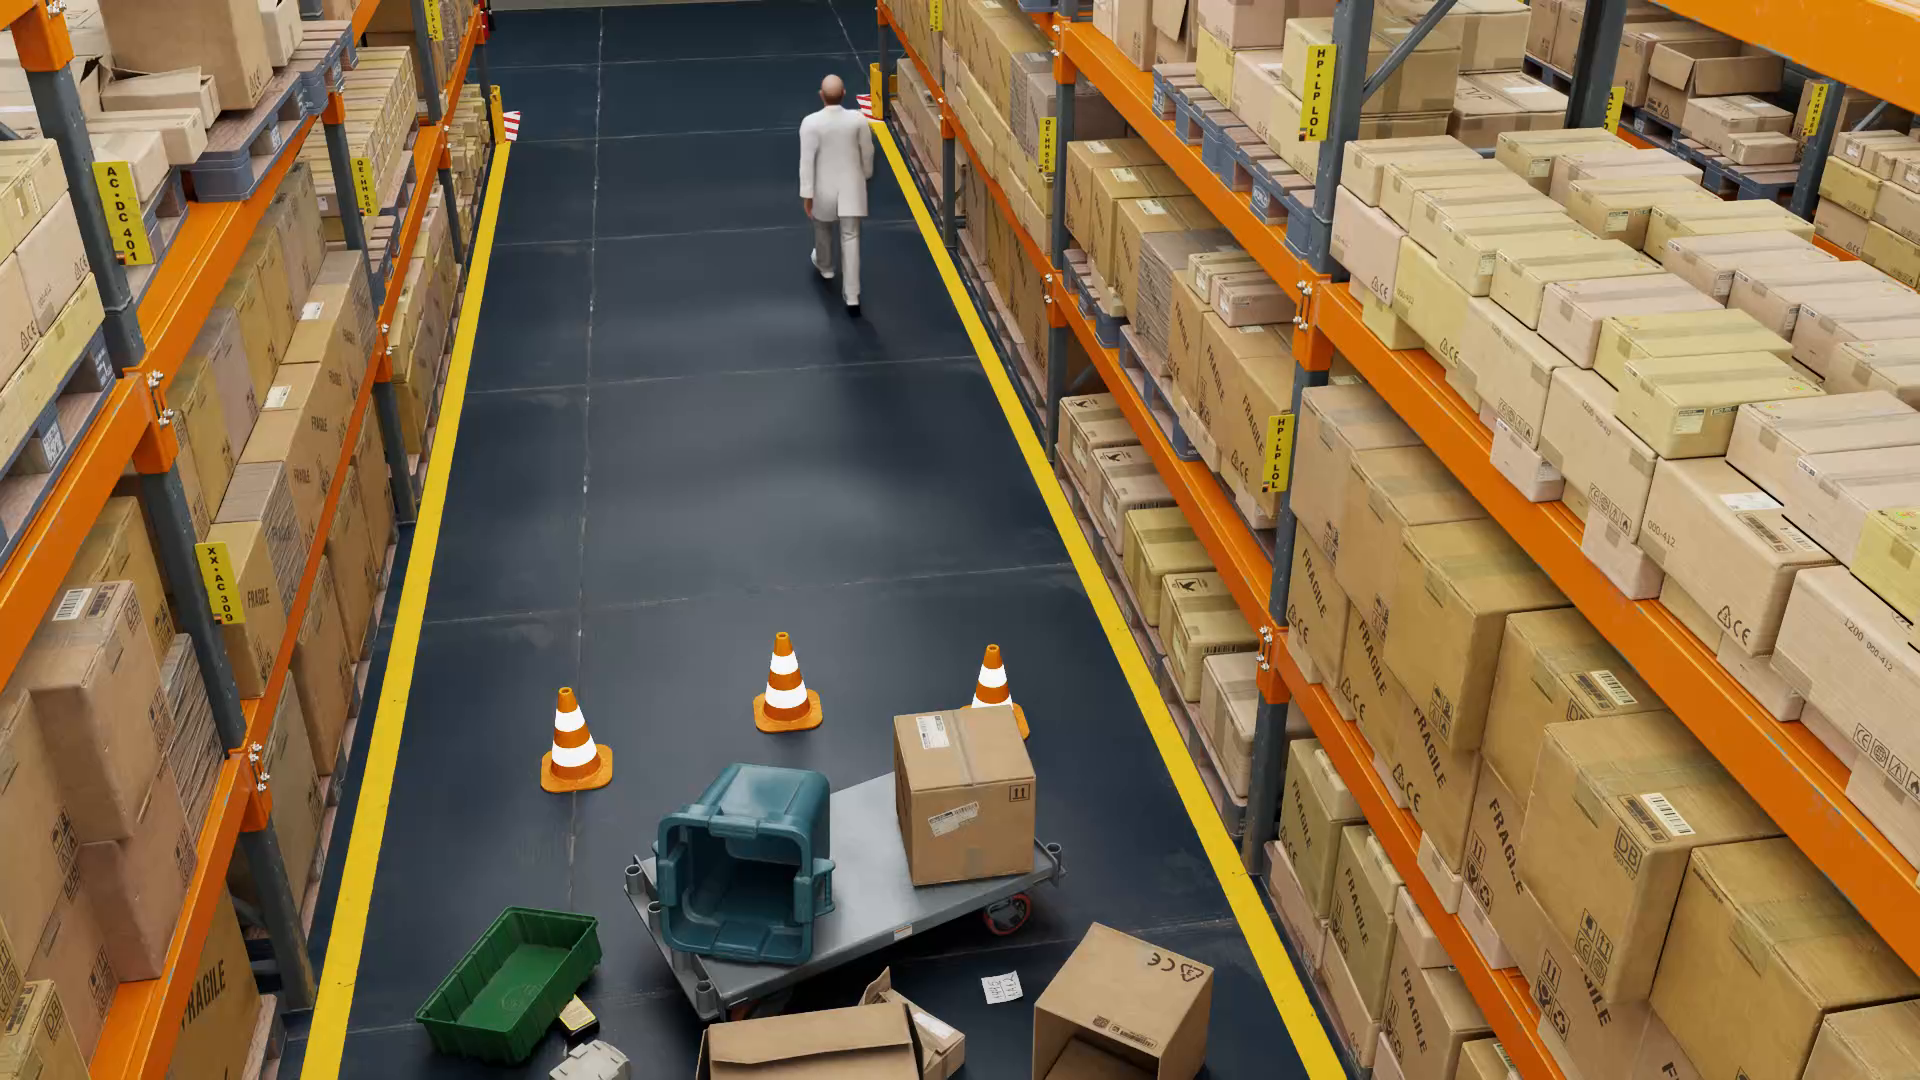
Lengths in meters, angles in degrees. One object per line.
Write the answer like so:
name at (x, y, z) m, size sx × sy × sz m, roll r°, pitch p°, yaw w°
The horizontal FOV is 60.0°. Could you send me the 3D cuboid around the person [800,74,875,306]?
person at (-0.950, -2.760, 12.863) m, size 0.593 × 1.719 × 1.135 m, roll -4°, pitch 30°, yaw -6°
